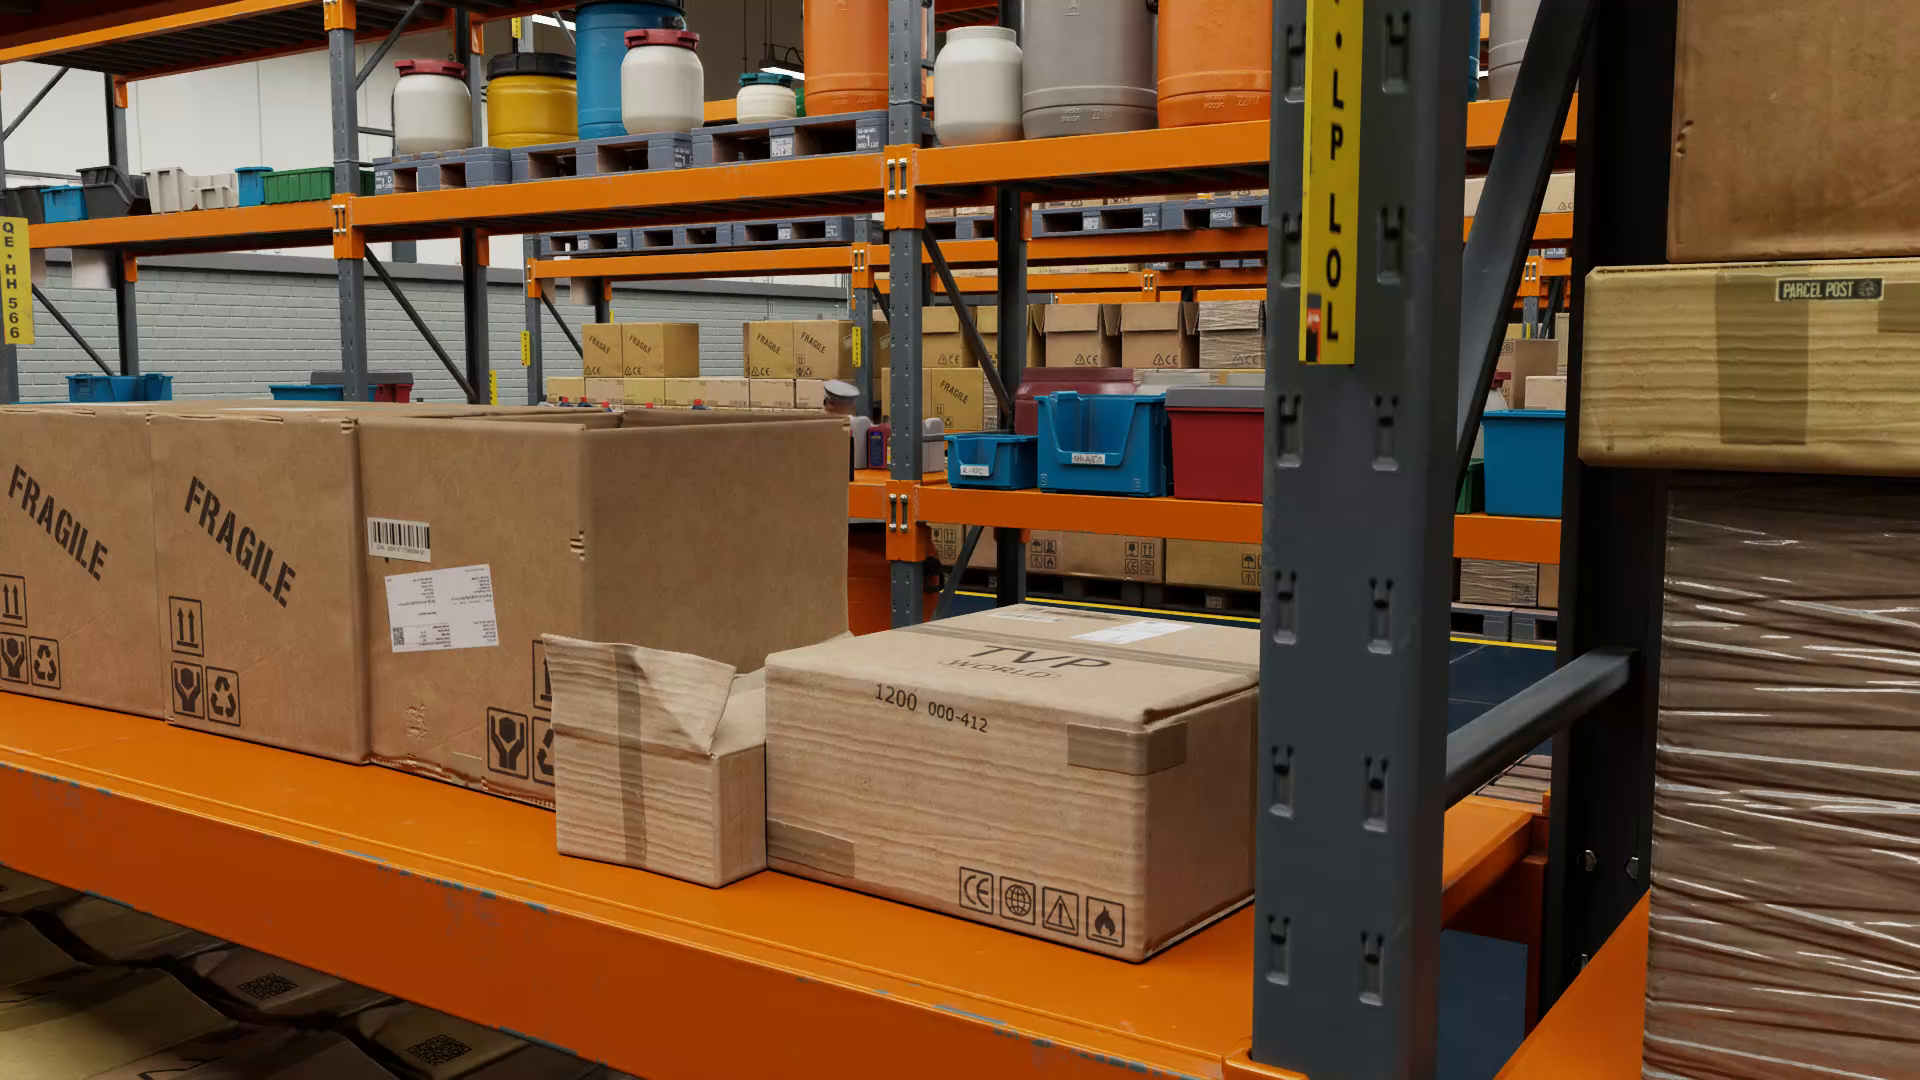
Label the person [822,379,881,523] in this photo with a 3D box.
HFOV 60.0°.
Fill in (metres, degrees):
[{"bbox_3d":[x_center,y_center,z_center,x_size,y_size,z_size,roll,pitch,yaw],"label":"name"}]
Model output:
[{"bbox_3d":[-0.816,-0.226,11.244,1.011,1.716,0.549,5,8,40],"label":"person"}]
